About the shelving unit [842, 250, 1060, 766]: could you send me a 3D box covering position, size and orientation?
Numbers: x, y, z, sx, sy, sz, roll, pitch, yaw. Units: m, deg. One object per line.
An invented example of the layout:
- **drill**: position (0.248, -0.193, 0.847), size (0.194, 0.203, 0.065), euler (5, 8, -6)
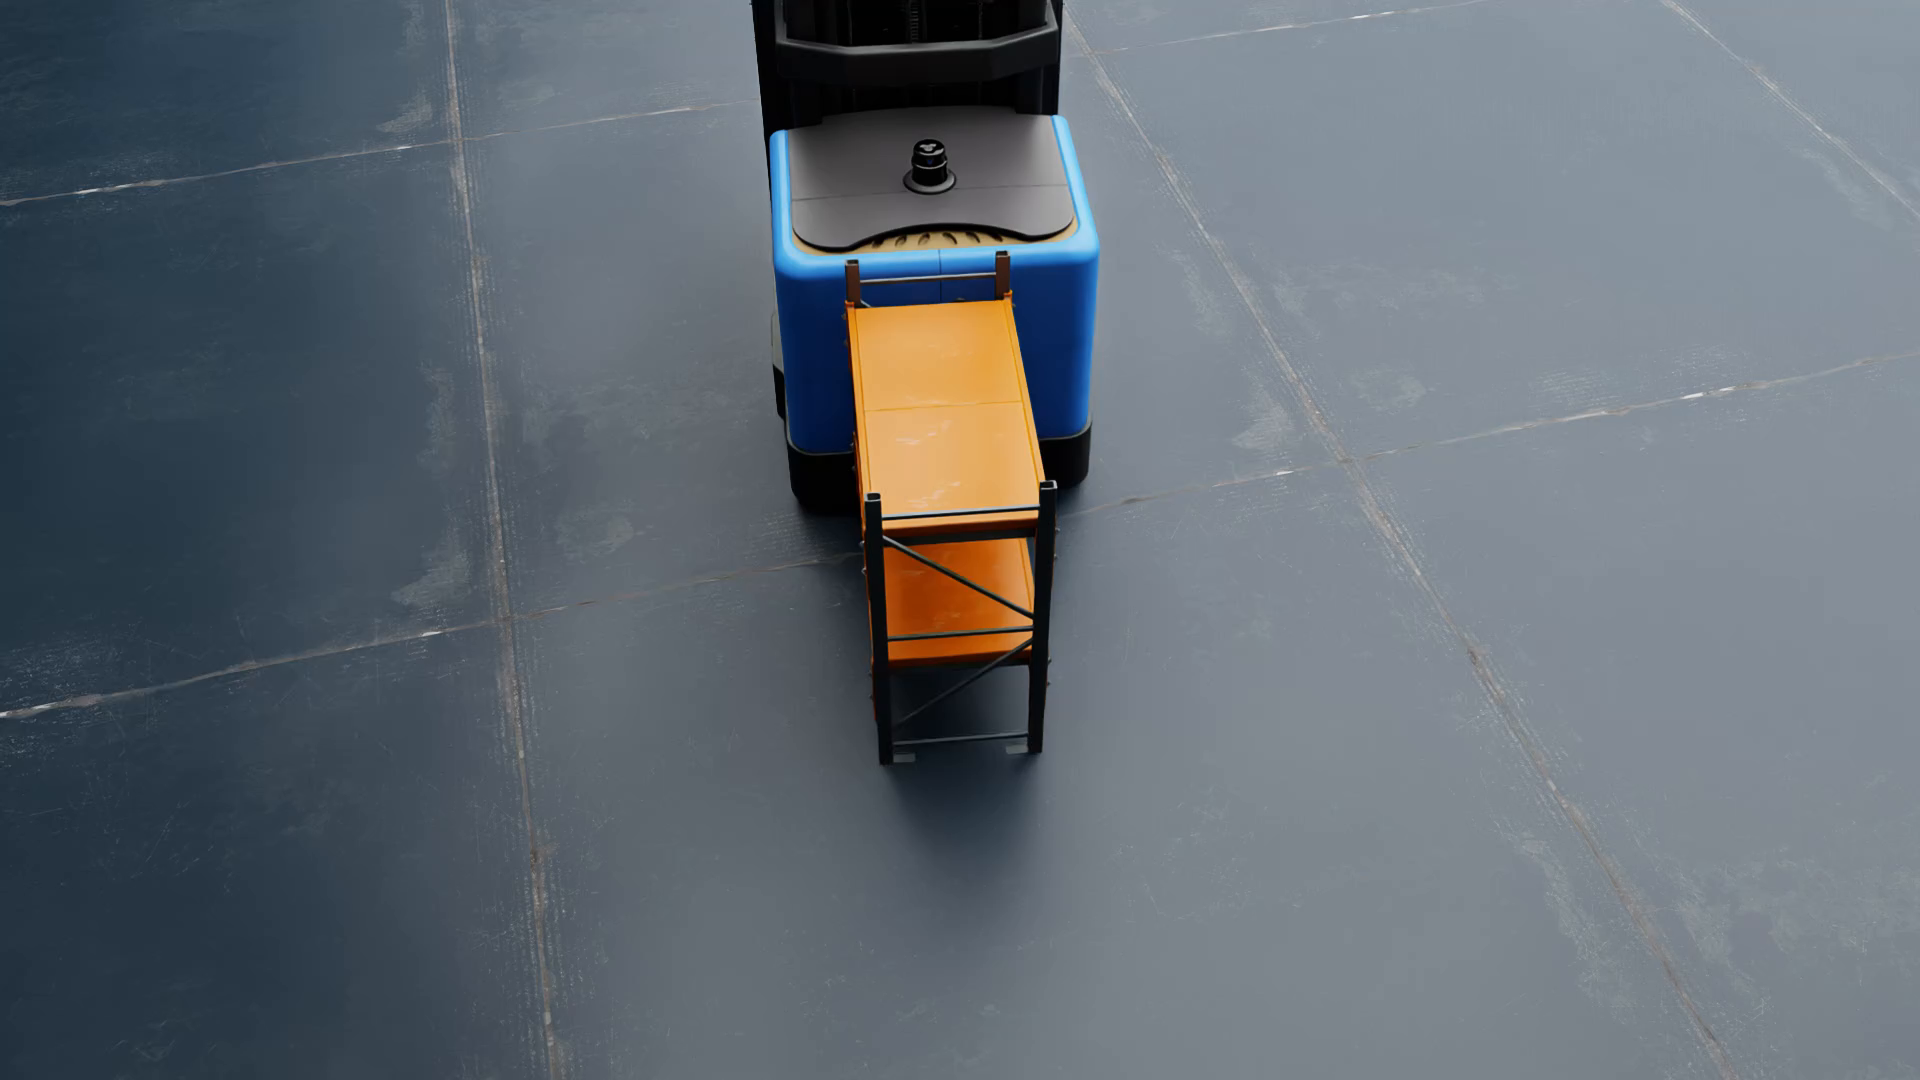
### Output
- **shelving unit**: position (-0.048, -0.095, 5.055), size (0.538, 1.125, 1.048), euler (-4, 46, -4)

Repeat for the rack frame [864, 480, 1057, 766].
- **rack frame**: position (0.002, 0.266, 4.701), size (0.500, 1.125, 0.032), euler (-4, 46, -4)

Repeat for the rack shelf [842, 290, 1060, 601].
- **rack shelf**: position (-0.048, -0.300, 4.846), size (0.538, 0.278, 1.000), euler (-4, 46, -4)

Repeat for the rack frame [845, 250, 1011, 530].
- **rack frame**: position (-0.097, -0.456, 5.410), size (0.500, 1.125, 0.032), euler (-4, 46, -4)

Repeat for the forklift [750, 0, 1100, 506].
- **forklift**: position (-0.208, -2.199, 5.853), size (1.130, 2.935, 3.031), euler (-4, 46, -4)

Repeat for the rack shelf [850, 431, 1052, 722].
- **rack shelf**: position (-0.048, 0.076, 5.230), size (0.538, 0.278, 1.000), euler (-4, 46, -4)
